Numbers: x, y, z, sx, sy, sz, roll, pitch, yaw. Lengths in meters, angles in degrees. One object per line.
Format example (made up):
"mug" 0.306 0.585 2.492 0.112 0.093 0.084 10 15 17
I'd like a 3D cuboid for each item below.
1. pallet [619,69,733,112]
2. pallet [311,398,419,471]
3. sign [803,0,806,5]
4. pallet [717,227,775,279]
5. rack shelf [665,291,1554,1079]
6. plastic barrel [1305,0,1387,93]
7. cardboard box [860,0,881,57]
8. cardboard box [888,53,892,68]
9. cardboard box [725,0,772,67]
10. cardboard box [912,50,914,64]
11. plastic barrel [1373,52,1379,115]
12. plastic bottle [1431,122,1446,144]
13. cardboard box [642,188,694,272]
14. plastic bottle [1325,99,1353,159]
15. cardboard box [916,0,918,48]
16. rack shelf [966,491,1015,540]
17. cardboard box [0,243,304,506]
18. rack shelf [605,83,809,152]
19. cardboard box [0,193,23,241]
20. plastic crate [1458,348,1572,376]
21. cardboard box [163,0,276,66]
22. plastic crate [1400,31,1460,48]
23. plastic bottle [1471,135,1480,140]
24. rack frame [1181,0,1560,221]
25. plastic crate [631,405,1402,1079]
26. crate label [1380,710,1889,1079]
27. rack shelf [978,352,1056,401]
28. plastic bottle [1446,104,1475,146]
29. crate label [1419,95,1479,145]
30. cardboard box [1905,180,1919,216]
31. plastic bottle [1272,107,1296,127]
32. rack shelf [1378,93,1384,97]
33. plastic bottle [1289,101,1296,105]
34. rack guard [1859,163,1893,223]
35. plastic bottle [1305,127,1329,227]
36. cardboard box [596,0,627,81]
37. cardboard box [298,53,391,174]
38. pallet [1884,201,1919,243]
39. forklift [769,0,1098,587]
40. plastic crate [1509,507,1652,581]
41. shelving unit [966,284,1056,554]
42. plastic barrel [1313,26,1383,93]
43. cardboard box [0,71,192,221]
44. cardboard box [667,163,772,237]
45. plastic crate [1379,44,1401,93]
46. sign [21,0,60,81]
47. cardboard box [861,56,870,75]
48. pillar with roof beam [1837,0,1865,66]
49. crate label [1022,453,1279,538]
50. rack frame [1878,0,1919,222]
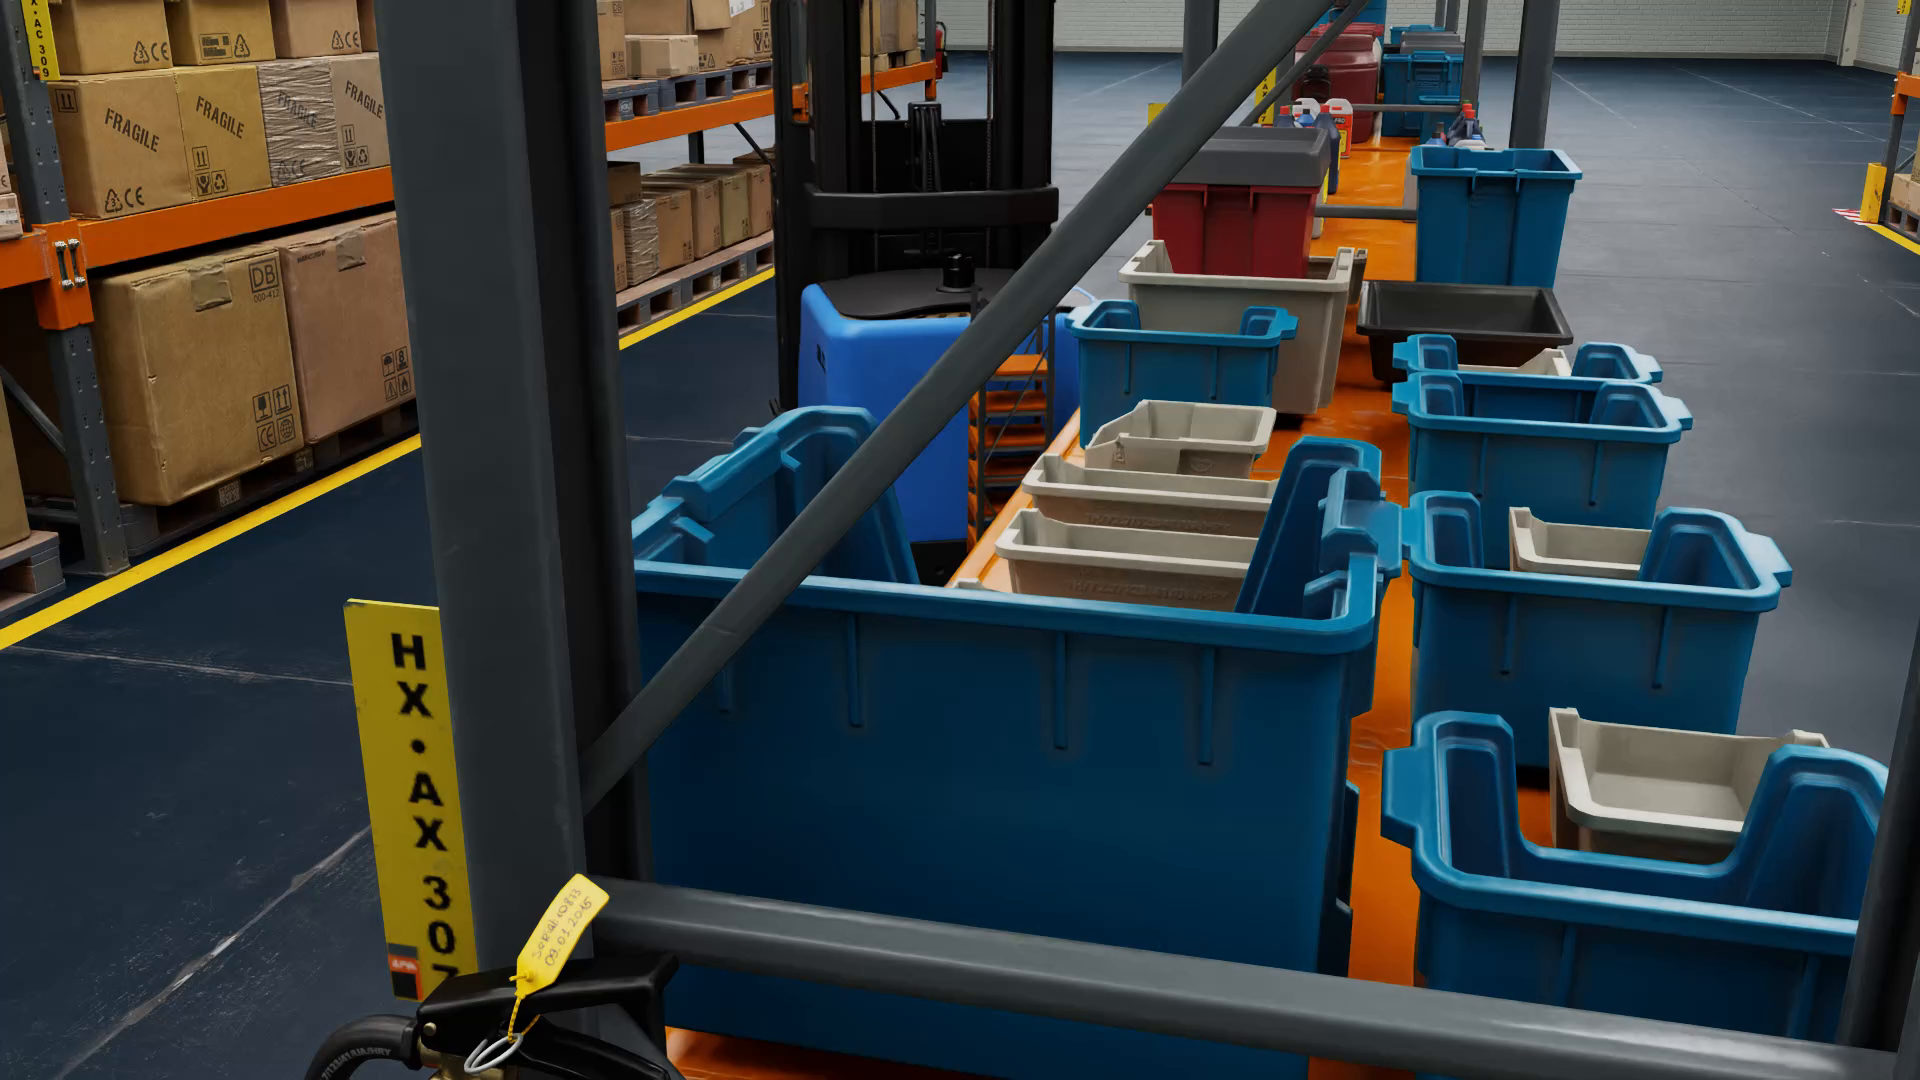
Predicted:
"pallet" -2.251 -3.116 11.467 1.003 0.211 1.213 5 19 13
"pallet" -3.261 -0.641 8.239 1.003 0.211 1.213 5 19 13
"sign" -1.179 -4.342 12.969 0.100 0.325 0.005 5 19 13
"pallet" -1.907 -2.273 13.017 1.003 0.211 1.213 5 19 13
"rack shelf" 0.642 0.029 3.075 1.077 0.370 4.000 5 19 13
"plastic barrel" 2.697 -3.586 11.770 0.600 0.901 0.708 5 19 13
"cardboard box" -1.205 -4.633 14.997 0.875 0.500 0.500 5 19 13
"cardboard box" -0.860 -4.553 15.766 0.380 0.149 0.250 5 19 13
"cardboard box" -2.048 -4.082 12.419 1.000 1.000 1.000 5 19 14
"cardboard box" -0.672 -4.788 16.453 0.380 0.149 0.250 5 19 13
"plastic barrel" 2.152 -2.584 9.440 0.421 0.512 0.421 0 19 0
"plastic bottle" 1.958 -1.572 6.829 0.061 0.283 0.133 5 19 13
"cardboard box" -2.296 -2.173 11.596 0.700 0.500 0.500 6 20 18
"plastic bottle" 1.836 -2.011 8.128 0.152 0.276 0.135 5 19 13
"cardboard box" -0.902 -5.109 16.389 0.875 0.500 0.500 5 19 13
"rack shelf" 0.162 -0.089 5.582 0.258 0.103 0.180 -3 23 -8
"cardboard box" -3.535 -0.725 6.807 1.225 0.875 0.875 5 19 14
"rack shelf" -2.206 -2.870 11.562 1.077 0.370 4.000 5 19 13
"cardboard box" -3.429 -1.089 5.625 0.380 0.149 0.250 5 19 14
"plastic crate" 0.996 -0.273 3.160 0.293 0.136 0.466 5 19 13
"cardboard box" -3.345 -2.267 6.976 0.797 0.503 0.637 5 19 14
"plastic crate" 3.263 -3.300 11.610 0.402 0.464 0.583 5 19 13
"plastic bottle" 1.975 -1.420 6.404 0.097 0.271 0.097 0 19 0
"rack frame" 1.130 -0.938 4.794 1.000 3.000 0.127 5 19 13
"plastic crate" 0.054 0.150 1.459 0.616 0.435 0.499 5 19 13
"crate label" 0.533 0.315 1.292 0.416 0.233 0.303 5 19 13
"rack shelf" 0.166 -0.532 5.398 0.258 0.103 0.180 -3 23 -8
"plastic bottle" 2.064 -1.604 6.818 0.144 0.351 0.185 5 19 13
"crate label" 2.574 -2.215 8.792 0.303 0.233 0.416 5 19 13
"cardboard box" 8.399 -2.897 14.134 0.500 0.250 0.500 5 19 13
"plastic bottle" 1.307 -1.574 6.732 0.144 0.351 0.185 5 19 13
"rack shelf" 3.574 -3.732 14.087 1.077 0.370 4.000 5 19 13
"plastic bottle" 1.564 -1.927 7.870 0.061 0.283 0.133 5 19 13
"rack guard" 8.870 -3.132 15.083 1.175 0.500 0.348 5 19 13
"plastic bottle" 1.223 -1.276 5.858 0.144 0.351 0.185 5 19 13
"cardboard box" -2.563 -3.185 10.566 0.700 0.500 0.500 8 20 21
"cardboard box" -2.952 -1.978 7.684 0.500 0.500 0.500 5 19 14
"pallet" 8.718 -2.745 14.397 1.003 0.211 1.213 5 19 13
"forklift" -0.230 -1.575 6.764 1.130 2.935 3.031 -4 19 -11
"plastic crate" 0.857 0.054 2.205 0.250 0.136 0.298 5 19 13
"shelving unit" 0.163 -0.240 5.519 0.258 1.200 0.189 -3 23 -8
"plastic barrel" 2.459 -2.998 10.613 0.433 0.535 0.433 0 19 0
"cardboard box" -3.318 -1.501 6.288 0.500 0.500 0.500 5 19 14
"cardboard box" -1.889 -2.672 13.055 0.700 0.500 0.500 3 19 9
"plastic crate" 3.336 -3.571 12.597 0.767 0.338 0.504 5 19 13
"sign" -3.134 -1.733 5.660 0.100 0.325 0.005 5 19 13
"cardboard box" -1.020 -4.233 14.829 0.380 0.149 0.250 5 19 13
"pillar with roof beam" 17.492 -16.211 40.228 9.100 9.000 0.400 5 19 13
"crate label" 0.306 -0.037 2.471 0.396 0.136 0.243 5 19 13
"rack frame" 8.865 -4.307 14.657 1.000 3.000 0.127 5 19 13
